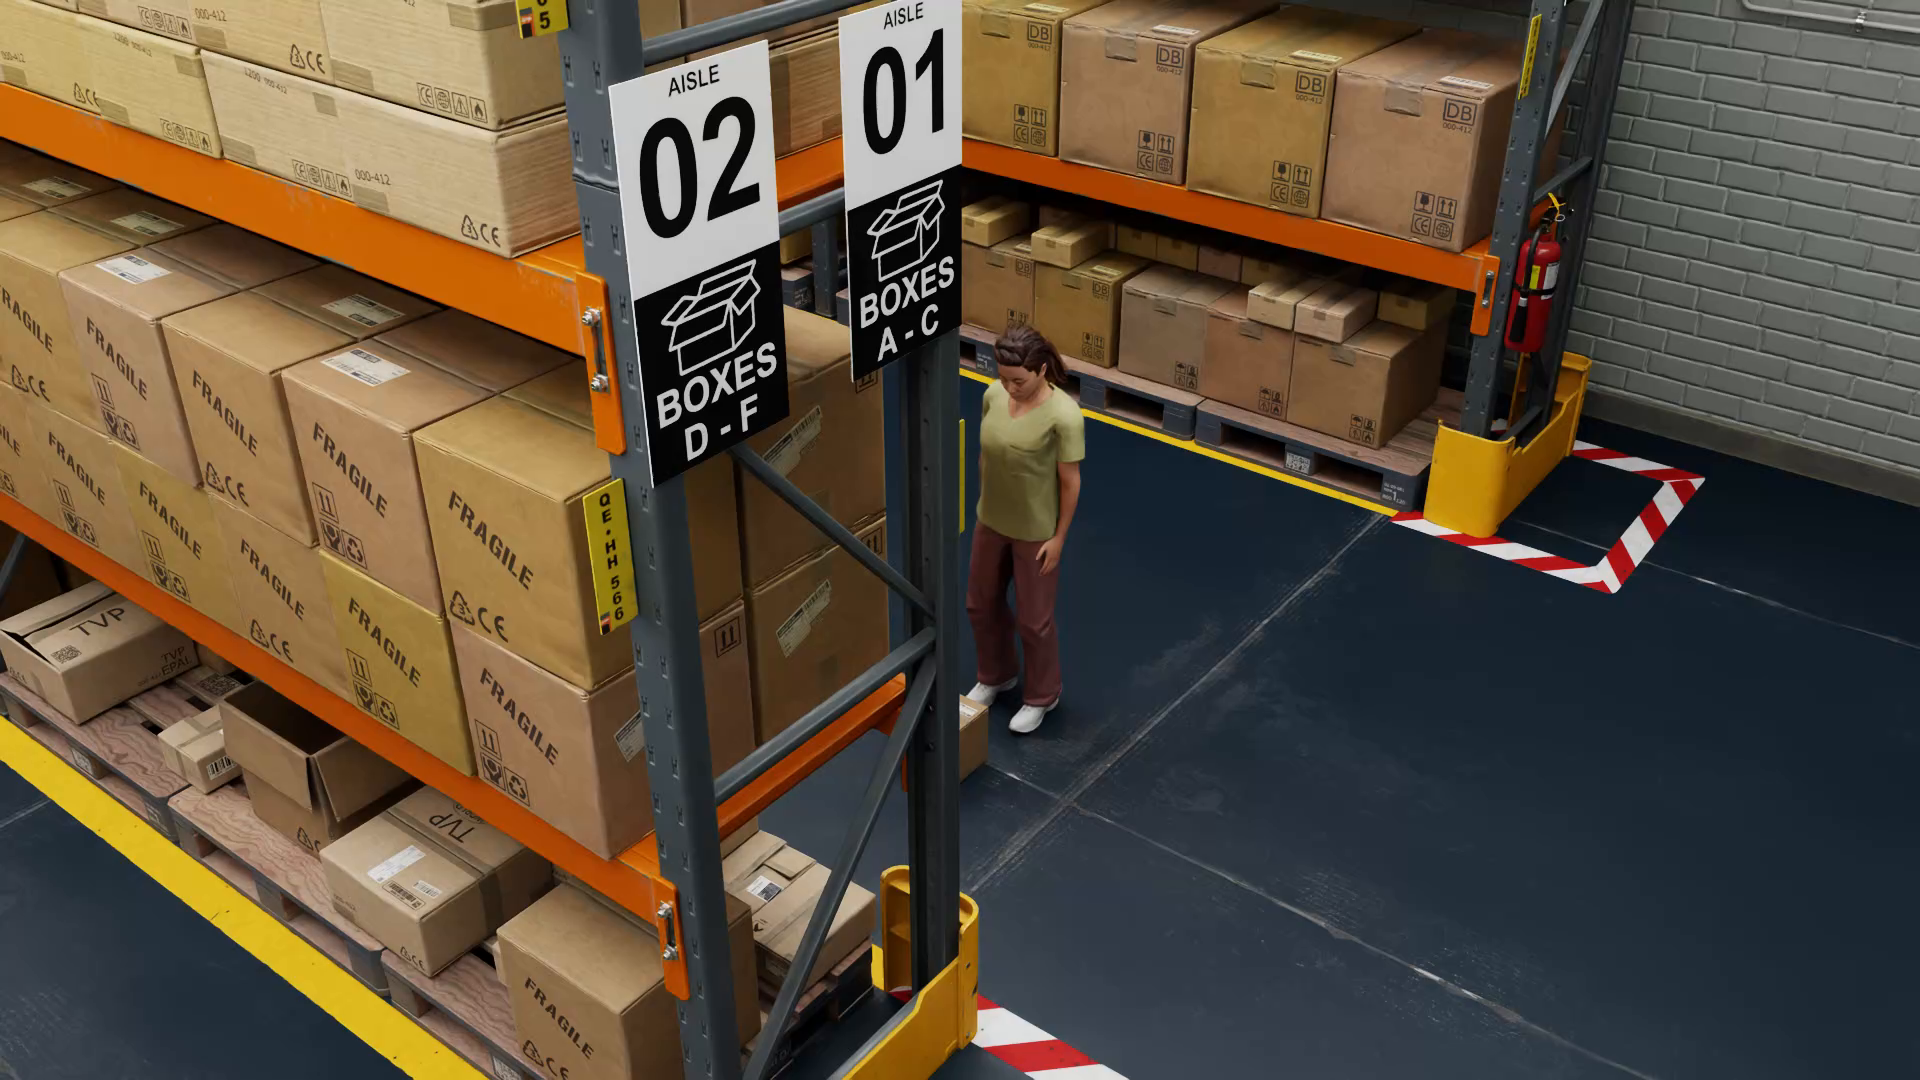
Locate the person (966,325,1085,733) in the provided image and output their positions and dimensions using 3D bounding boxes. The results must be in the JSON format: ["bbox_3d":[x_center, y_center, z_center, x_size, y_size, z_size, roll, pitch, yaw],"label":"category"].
[{"bbox_3d":[0.237,-0.043,6.223,0.452,1.665,0.344,22,37,32],"label":"person"}]
